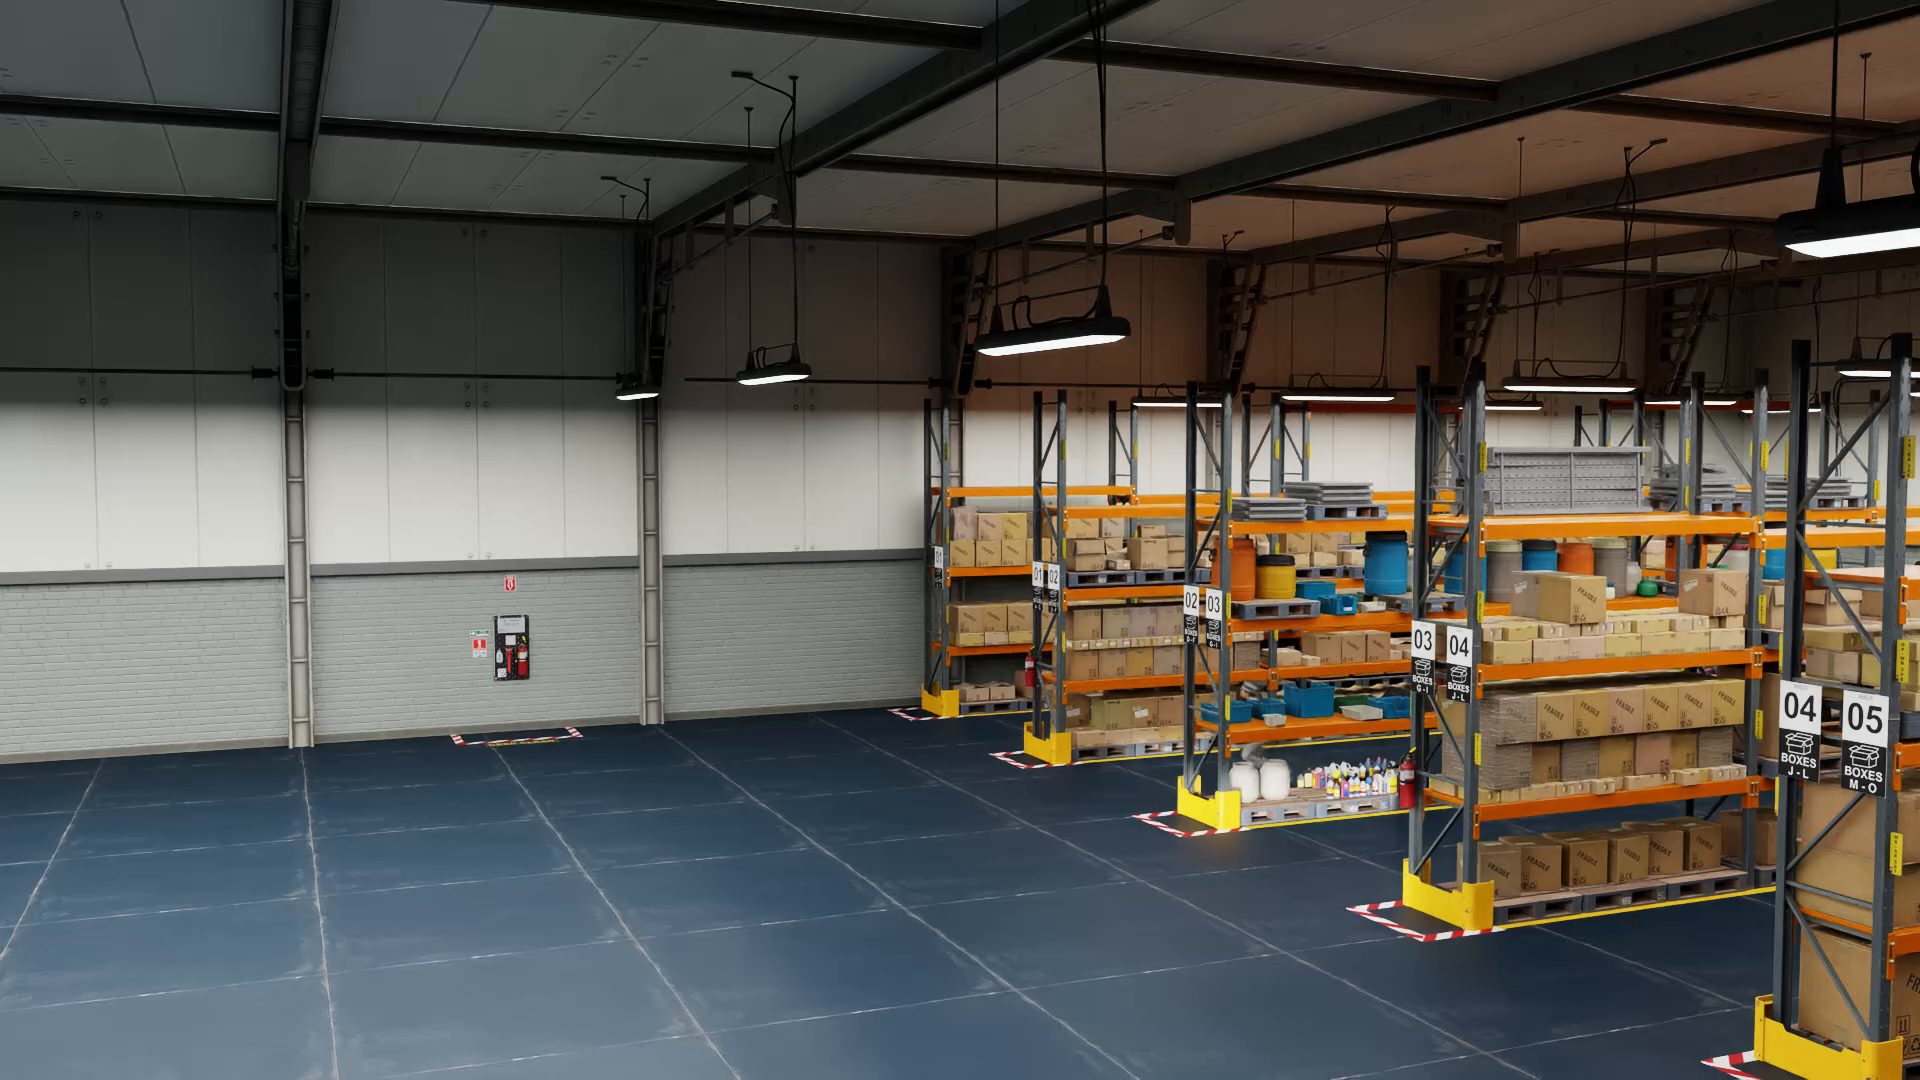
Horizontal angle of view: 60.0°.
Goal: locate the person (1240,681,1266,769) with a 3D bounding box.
[{"bbox_3d":[4.481,2.906,24.839,0.680,1.600,0.675,-1,3,-12],"label":"person"}]
